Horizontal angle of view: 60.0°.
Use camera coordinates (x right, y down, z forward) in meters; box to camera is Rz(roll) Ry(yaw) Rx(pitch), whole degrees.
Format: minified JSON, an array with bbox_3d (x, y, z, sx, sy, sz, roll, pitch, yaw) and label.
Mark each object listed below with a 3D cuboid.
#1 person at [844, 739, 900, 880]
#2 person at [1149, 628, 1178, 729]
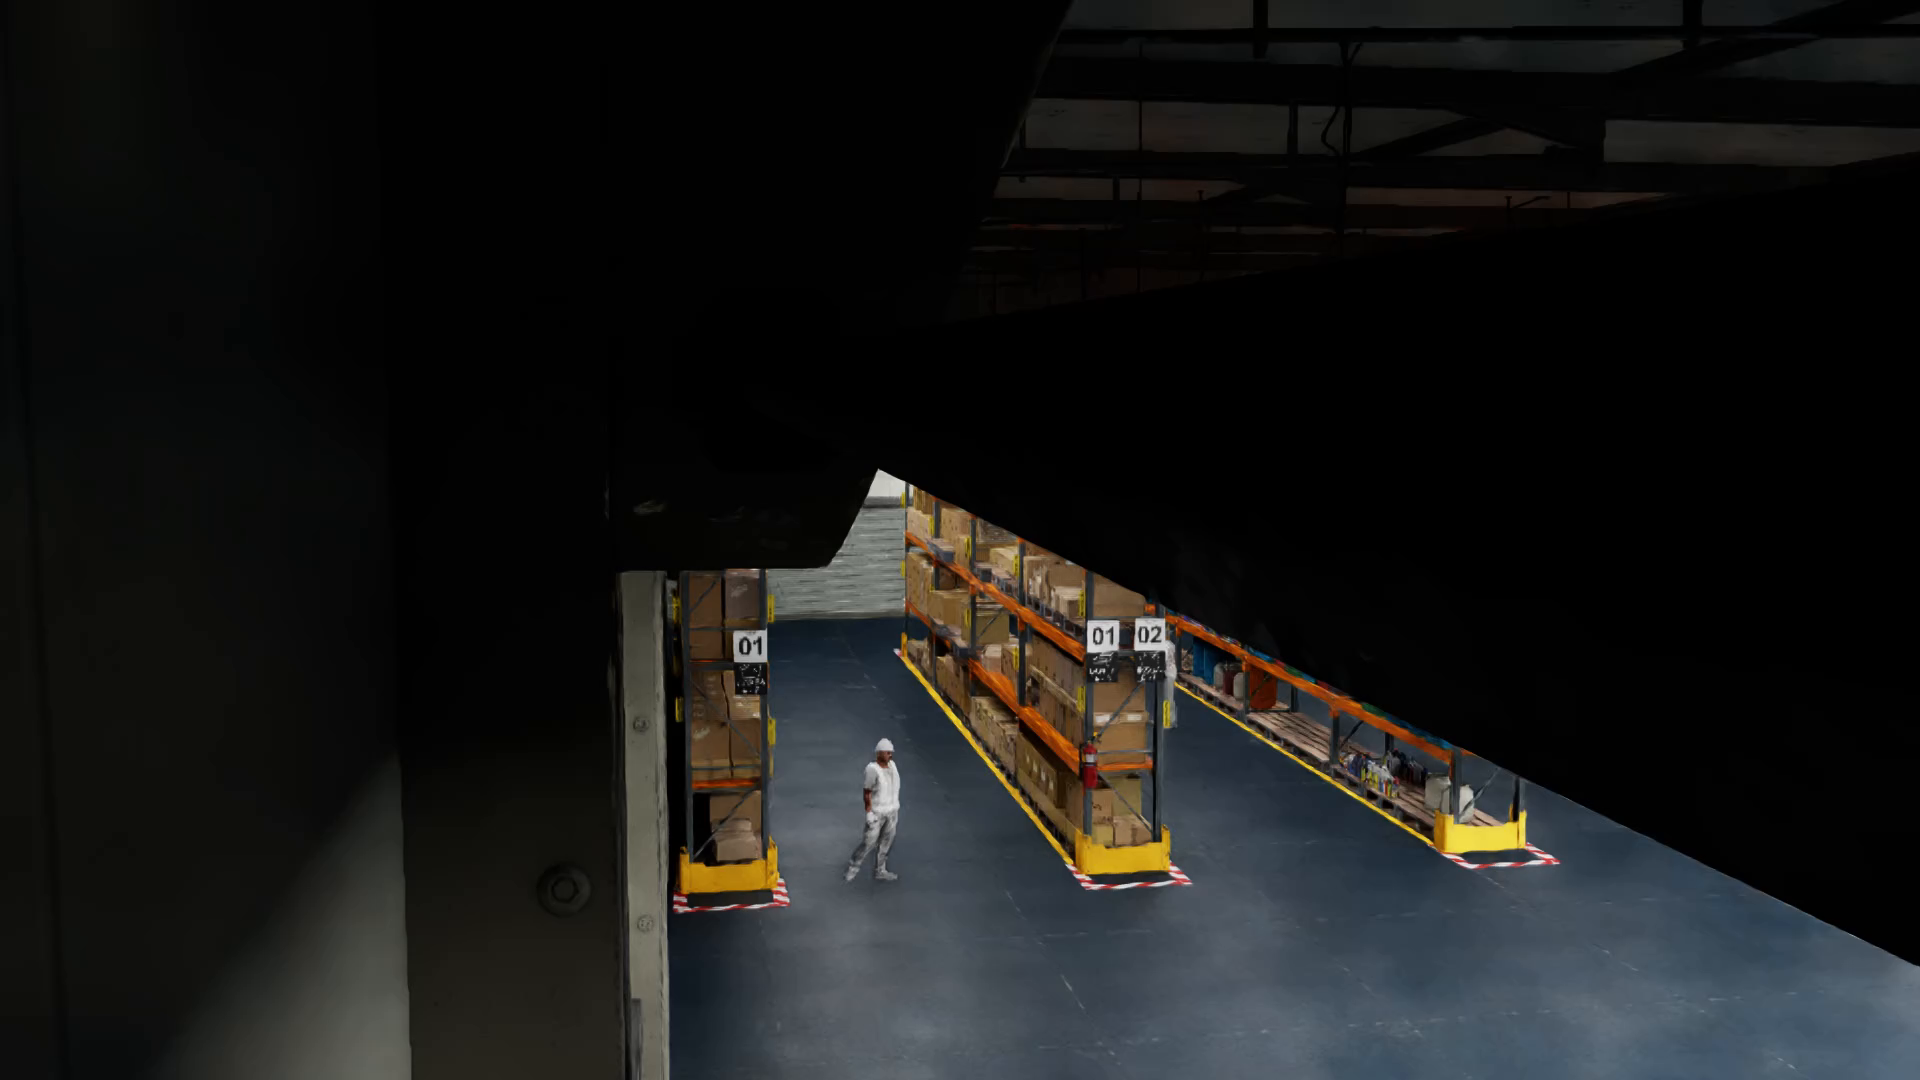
[{"bbox_3d":[-1.075,3.329,20.465,0.523,1.773,0.741,5,8,39],"label":"person"},{"bbox_3d":[3.582,2.405,29.350,0.596,1.746,0.668,2,6,15],"label":"person"}]
